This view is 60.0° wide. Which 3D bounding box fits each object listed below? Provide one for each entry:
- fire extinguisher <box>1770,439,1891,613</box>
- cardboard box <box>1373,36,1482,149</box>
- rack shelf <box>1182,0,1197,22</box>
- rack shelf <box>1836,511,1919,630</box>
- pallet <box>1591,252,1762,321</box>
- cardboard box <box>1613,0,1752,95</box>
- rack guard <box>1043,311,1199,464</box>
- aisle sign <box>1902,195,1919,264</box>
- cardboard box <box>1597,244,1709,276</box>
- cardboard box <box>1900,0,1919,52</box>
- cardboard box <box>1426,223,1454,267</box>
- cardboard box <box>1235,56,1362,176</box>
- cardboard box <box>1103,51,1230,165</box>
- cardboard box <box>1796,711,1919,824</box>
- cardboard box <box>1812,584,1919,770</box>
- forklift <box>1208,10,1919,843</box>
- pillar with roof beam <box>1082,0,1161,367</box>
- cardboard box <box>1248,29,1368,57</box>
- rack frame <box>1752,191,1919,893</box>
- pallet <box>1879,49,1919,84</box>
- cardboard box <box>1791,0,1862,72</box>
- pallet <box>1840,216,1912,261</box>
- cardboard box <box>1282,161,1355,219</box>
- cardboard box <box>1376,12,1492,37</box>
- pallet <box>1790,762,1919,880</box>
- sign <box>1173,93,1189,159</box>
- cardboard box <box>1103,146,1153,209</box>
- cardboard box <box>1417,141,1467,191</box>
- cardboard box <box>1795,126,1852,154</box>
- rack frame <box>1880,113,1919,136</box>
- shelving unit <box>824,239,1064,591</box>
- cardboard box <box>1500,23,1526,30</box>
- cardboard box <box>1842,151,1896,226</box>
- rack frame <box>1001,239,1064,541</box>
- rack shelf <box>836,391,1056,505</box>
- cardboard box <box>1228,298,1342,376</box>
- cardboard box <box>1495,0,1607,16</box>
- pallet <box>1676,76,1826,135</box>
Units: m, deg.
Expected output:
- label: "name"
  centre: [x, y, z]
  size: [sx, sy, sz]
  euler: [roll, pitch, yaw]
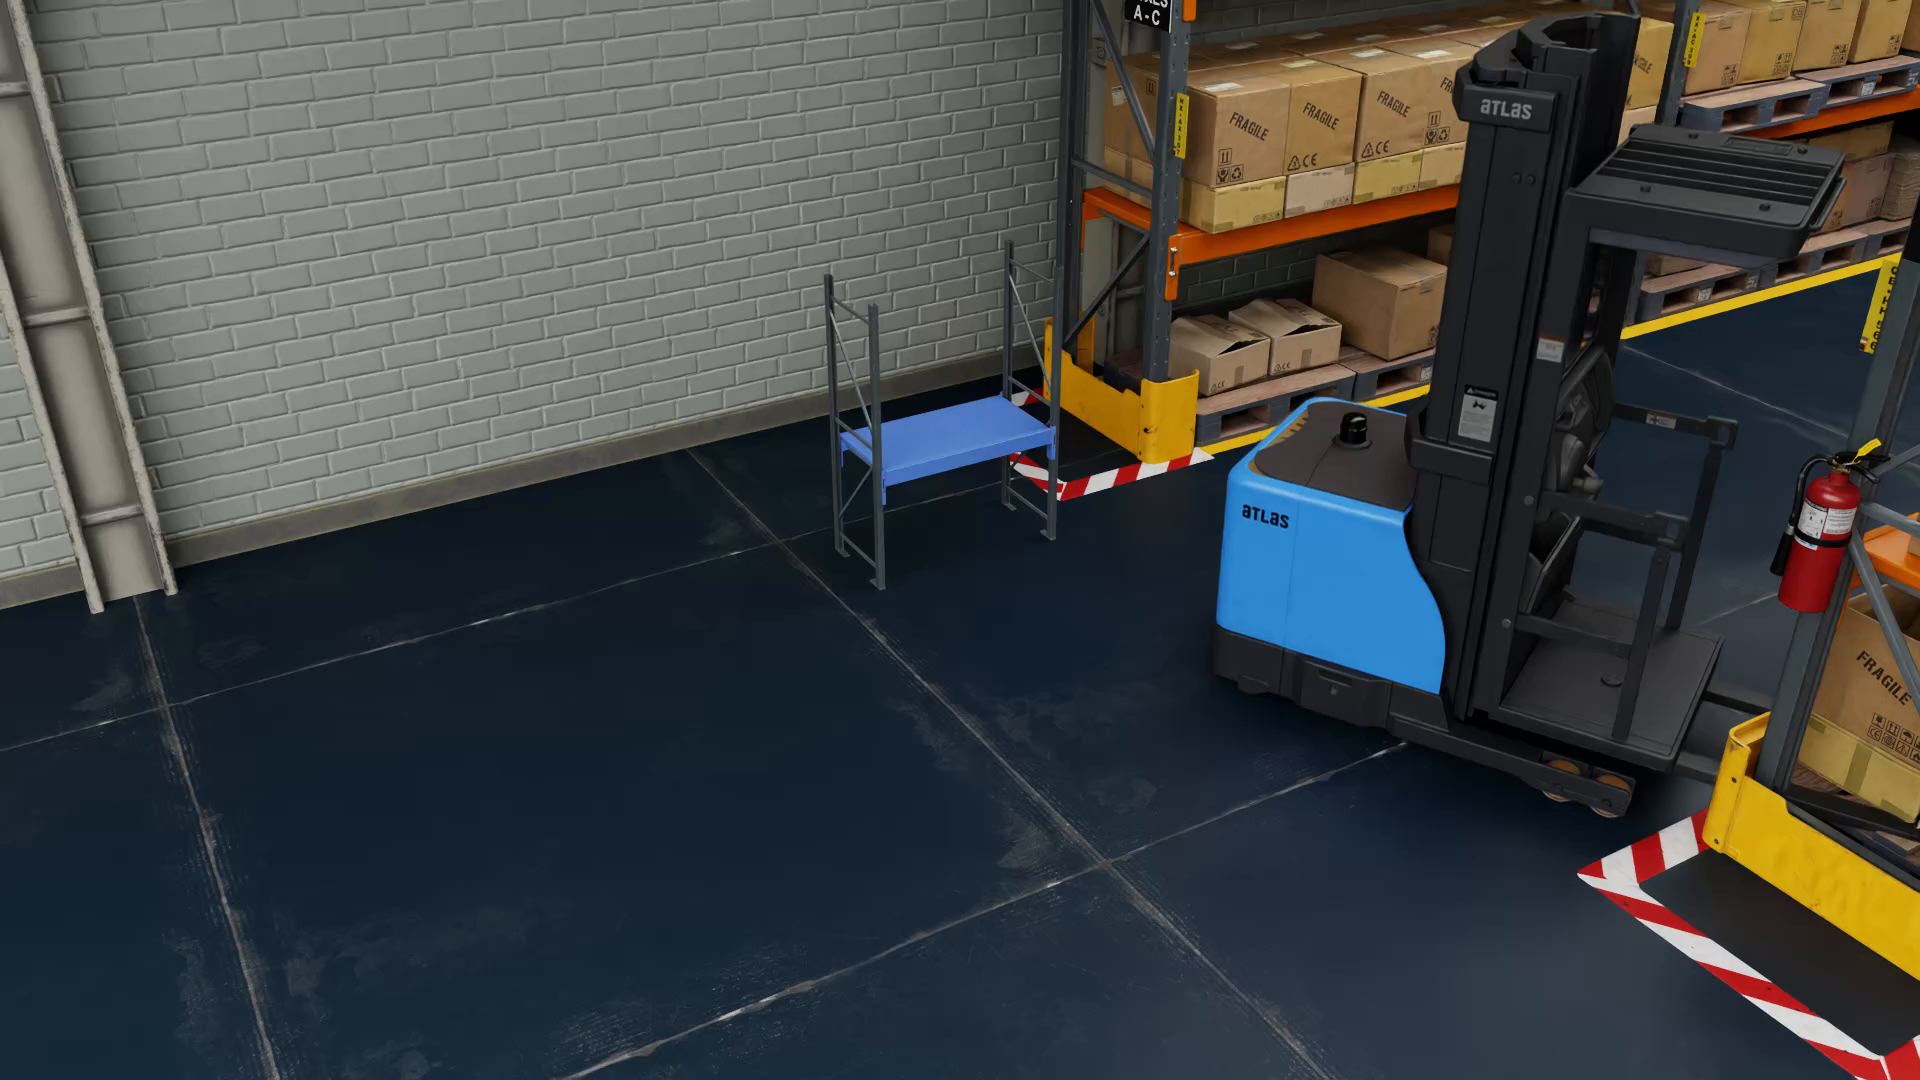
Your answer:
- label: "fire extinguisher"
  centre: [3.049, -0.071, 5.854]
  size: [0.183, 0.674, 0.296]
  euler: [-16, 33, -26]
- label: "cardboard box"
  centre: [2.756, -2.638, 9.784]
  size: [0.500, 0.500, 0.500]
  euler: [-15, 32, -25]
- label: "rack shelf"
  centre: [2.598, -3.491, 9.611]
  size: [4.000, 0.370, 1.077]
  euler: [-16, 33, -26]
- label: "rack shelf"
  centre: [5.111, -0.115, 6.598]
  size: [4.000, 0.370, 1.077]
  euler: [-16, 33, -26]
- label: "pallet"
  centre: [4.993, -1.952, 12.069]
  size: [1.213, 0.211, 1.003]
  euler: [-16, 33, -26]
- label: "cardboard box"
  centre: [4.778, -3.329, 11.118]
  size: [0.500, 0.500, 0.700]
  euler: [-16, 33, -26]
- label: "rack guard"
  centre: [0.939, -0.927, 9.912]
  size: [0.348, 0.500, 1.175]
  euler: [-16, 33, -26]
- label: "aisle sign"
  centre: [3.181, -1.185, 5.101]
  size: [0.004, 0.787, 0.394]
  euler: [-16, 33, -26]
- label: "cardboard box"
  centre: [4.948, -2.267, 11.886]
  size: [0.500, 0.500, 0.700]
  euler: [-15, 32, -25]
- label: "cardboard box"
  centre: [6.902, -3.930, 12.208]
  size: [0.500, 0.500, 0.700]
  euler: [-19, 34, -31]
- label: "cardboard box"
  centre: [3.447, -1.809, 11.056]
  size: [0.500, 0.500, 0.500]
  euler: [-19, 34, -30]
- label: "cardboard box"
  centre: [1.868, -2.383, 9.321]
  size: [0.500, 0.500, 0.500]
  euler: [-16, 33, -26]
- label: "cardboard box"
  centre: [1.172, -2.478, 9.494]
  size: [0.500, 0.500, 0.500]
  euler: [-16, 33, -27]
- label: "cardboard box"
  centre: [3.699, 0.826, 6.561]
  size: [0.500, 0.250, 0.500]
  euler: [-16, 33, -26]
- label: "cardboard box"
  centre: [3.698, 0.496, 6.381]
  size: [0.500, 0.500, 0.500]
  euler: [-16, 33, -26]
- label: "forklift"
  centre: [2.651, -0.456, 6.544]
  size: [3.031, 2.935, 1.130]
  euler: [17, 33, 28]
- label: "pillar with roof beam"
  centre: [3.220, -3.368, 5.539]
  size: [0.400, 9.000, 9.100]
  euler: [-16, 33, -26]
- label: "cardboard box"
  centre: [2.055, -2.726, 9.943]
  size: [0.500, 0.500, 0.500]
  euler: [-17, 33, -28]
- label: "rack frame"
  centre: [3.386, 0.060, 5.537]
  size: [0.127, 3.000, 1.000]
  euler: [-16, 33, -26]
- label: "pallet"
  centre: [7.210, -3.658, 12.473]
  size: [1.003, 0.211, 1.213]
  euler: [-16, 33, -26]
- label: "cardboard box"
  centre: [5.815, -3.637, 11.677]
  size: [0.500, 0.500, 0.700]
  euler: [-11, 31, -20]
- label: "pallet"
  centre: [7.096, -2.550, 13.151]
  size: [1.213, 0.211, 1.003]
  euler: [-16, 33, -26]
- label: "cardboard box"
  centre: [1.895, -2.066, 9.524]
  size: [0.500, 0.250, 0.500]
  euler: [-17, 33, -28]
- label: "cardboard box"
  centre: [2.931, -2.981, 10.405]
  size: [0.500, 0.500, 0.500]
  euler: [-15, 32, -25]
- label: "pallet"
  centre: [4.024, 1.076, 6.582]
  size: [1.213, 0.211, 1.003]
  euler: [-16, 33, -26]
- label: "sign"
  centre: [1.148, -2.156, 8.656]
  size: [0.005, 0.325, 0.100]
  euler: [-16, 33, -26]
- label: "cardboard box"
  centre: [1.178, -2.141, 9.660]
  size: [0.500, 0.250, 0.500]
  euler: [-15, 32, -26]
- label: "cardboard box"
  centre: [2.775, -2.311, 9.968]
  size: [0.500, 0.250, 0.500]
  euler: [-16, 32, -26]
- label: "cardboard box"
  centre: [6.212, -2.948, 12.343]
  size: [0.500, 0.250, 0.500]
  euler: [-16, 33, -27]
- label: "rack frame"
  centre: [7.771, -3.961, 12.823]
  size: [0.127, 3.000, 1.000]
  euler: [-16, 33, -26]
- label: "shelving unit"
  centre: [-0.074, -0.636, 8.350]
  size: [1.048, 1.500, 0.538]
  euler: [-16, 33, -26]
- label: "cardboard box"
  centre: [3.644, -2.884, 10.230]
  size: [0.500, 0.500, 0.500]
  euler: [-16, 33, -27]
- label: "cardboard box"
  centre: [6.673, -2.784, 12.821]
  size: [0.500, 0.500, 0.700]
  euler: [-16, 33, -26]
- label: "rack frame"
  centre: [0.365, -0.760, 8.575]
  size: [0.032, 1.500, 0.500]
  euler: [-16, 33, -26]
- label: "rack shelf"
  centre: [-0.074, -0.478, 8.437]
  size: [1.000, 0.185, 0.538]
  euler: [-16, 33, -26]
- label: "cardboard box"
  centre: [2.007, -1.290, 10.310]
  size: [0.500, 0.311, 0.500]
  euler: [-13, 31, -22]
- label: "cardboard box"
  centre: [3.811, -3.225, 10.848]
  size: [0.500, 0.500, 0.500]
  euler: [-17, 33, -27]
- label: "pallet"
  centre: [5.055, -3.024, 11.324]
  size: [1.213, 0.211, 1.003]
  euler: [-16, 33, -26]
